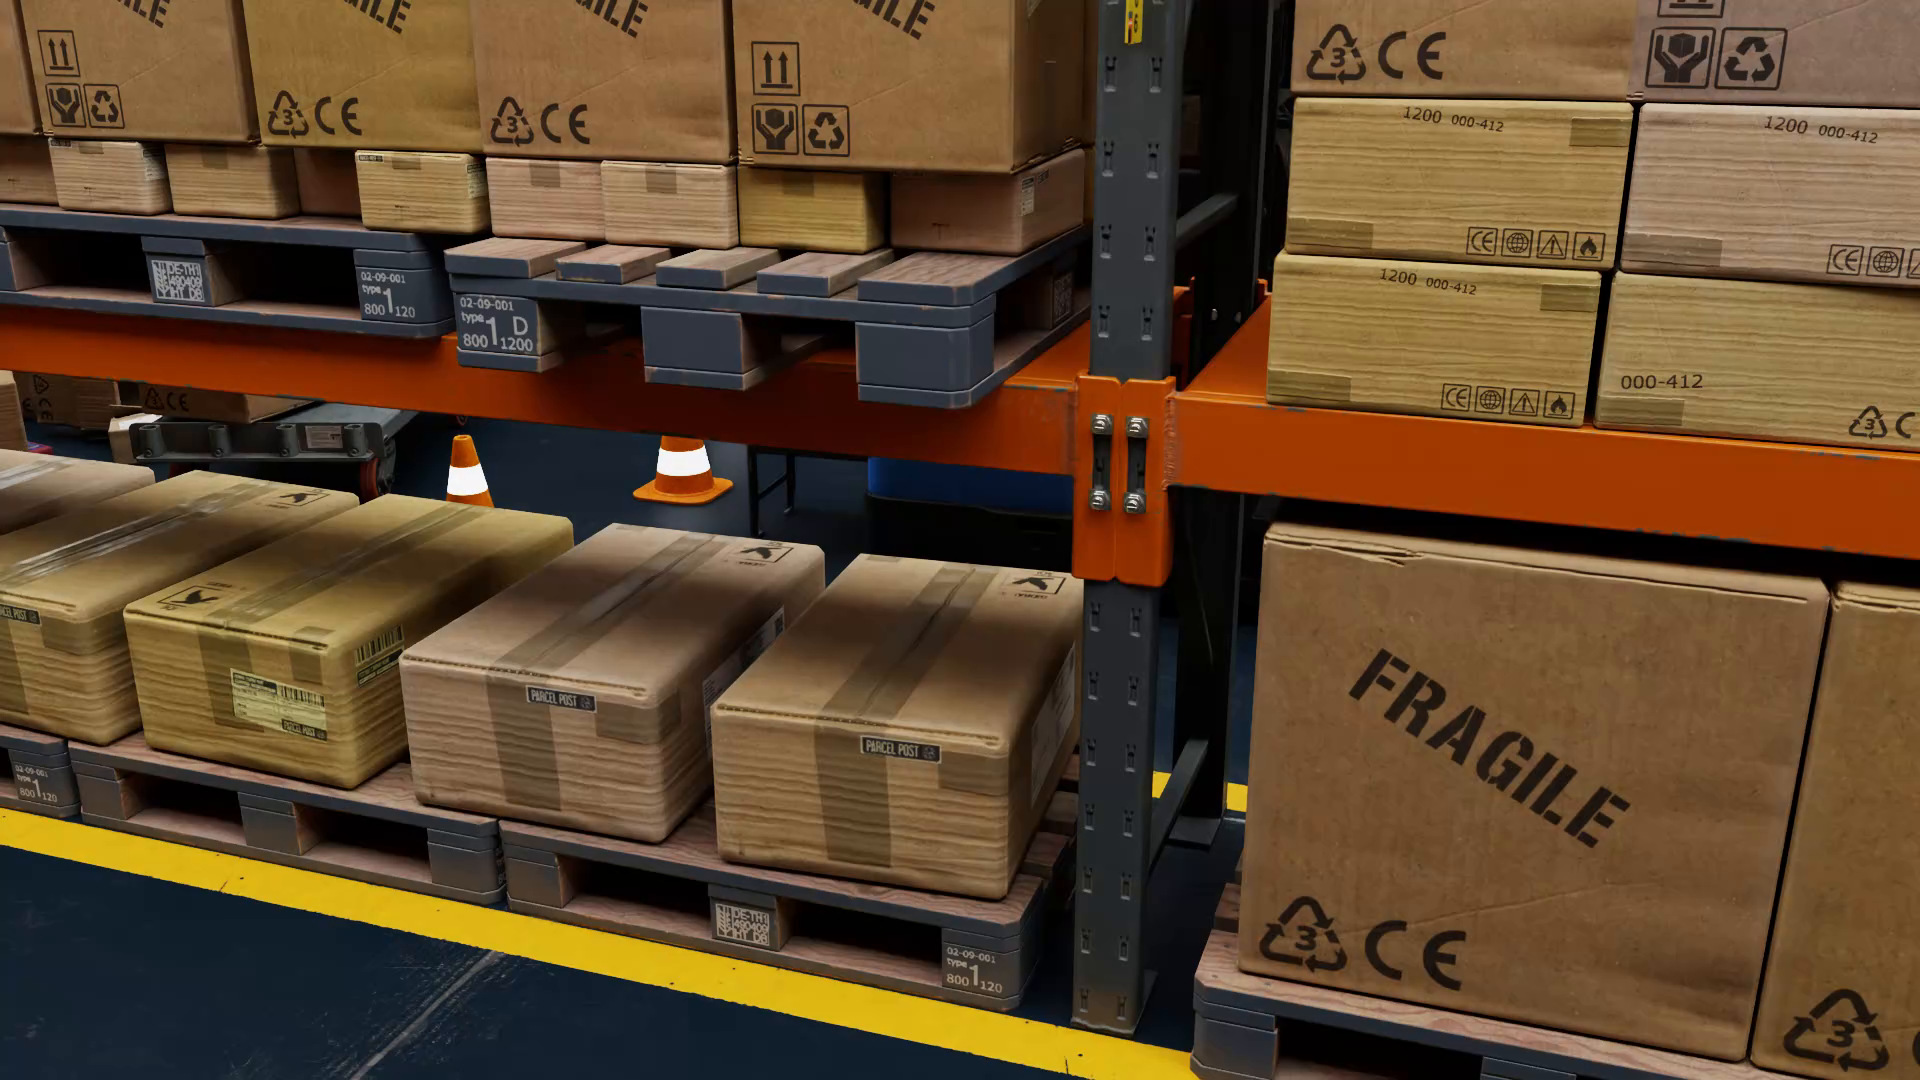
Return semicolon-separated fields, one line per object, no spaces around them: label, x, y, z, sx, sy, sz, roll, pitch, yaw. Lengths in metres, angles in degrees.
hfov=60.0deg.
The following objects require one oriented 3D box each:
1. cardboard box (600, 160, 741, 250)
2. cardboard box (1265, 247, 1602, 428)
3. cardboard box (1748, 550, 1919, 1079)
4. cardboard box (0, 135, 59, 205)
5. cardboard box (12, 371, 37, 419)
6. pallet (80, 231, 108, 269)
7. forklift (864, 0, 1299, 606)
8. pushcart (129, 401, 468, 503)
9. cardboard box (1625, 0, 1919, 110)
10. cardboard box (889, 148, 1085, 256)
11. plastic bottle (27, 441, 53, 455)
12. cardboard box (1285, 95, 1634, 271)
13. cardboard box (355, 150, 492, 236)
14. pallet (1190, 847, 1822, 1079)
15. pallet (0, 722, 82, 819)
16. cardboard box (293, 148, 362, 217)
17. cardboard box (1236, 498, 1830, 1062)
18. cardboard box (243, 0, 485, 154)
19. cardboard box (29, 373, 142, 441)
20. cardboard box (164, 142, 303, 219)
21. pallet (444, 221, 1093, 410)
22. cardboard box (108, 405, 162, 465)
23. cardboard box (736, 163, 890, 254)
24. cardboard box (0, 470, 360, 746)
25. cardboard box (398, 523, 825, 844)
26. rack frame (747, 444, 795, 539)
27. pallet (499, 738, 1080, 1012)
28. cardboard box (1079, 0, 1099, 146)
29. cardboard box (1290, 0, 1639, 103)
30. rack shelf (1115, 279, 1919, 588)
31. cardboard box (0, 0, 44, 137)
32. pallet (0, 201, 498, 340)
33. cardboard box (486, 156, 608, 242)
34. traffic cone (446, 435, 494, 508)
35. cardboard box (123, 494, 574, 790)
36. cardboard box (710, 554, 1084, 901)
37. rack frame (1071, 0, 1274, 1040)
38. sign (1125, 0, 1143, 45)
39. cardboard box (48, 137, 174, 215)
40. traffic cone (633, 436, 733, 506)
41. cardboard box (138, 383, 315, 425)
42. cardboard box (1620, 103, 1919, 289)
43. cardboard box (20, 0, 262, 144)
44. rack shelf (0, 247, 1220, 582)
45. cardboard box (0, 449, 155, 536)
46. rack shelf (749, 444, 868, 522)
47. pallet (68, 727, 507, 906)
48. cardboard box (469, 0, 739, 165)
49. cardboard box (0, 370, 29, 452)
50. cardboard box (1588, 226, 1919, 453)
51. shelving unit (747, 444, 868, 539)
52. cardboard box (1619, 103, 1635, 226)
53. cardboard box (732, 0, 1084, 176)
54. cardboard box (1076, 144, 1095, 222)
cardboard box;-0.473;-0.659;3.154;0.250;0.149;0.380;6;20;18
cardboard box;0.823;-0.396;2.882;0.500;0.250;0.500;6;20;17
cardboard box;1.910;0.405;2.946;0.875;0.875;0.875;7;20;19
cardboard box;-1.929;-0.847;3.692;0.250;0.149;0.380;7;20;18
cardboard box;-4.624;-0.880;7.838;0.637;0.503;0.797;-7;20;-20
pallet;-2.661;-0.811;4.138;1.213;0.211;1.003;7;20;18
forklift;1.251;-1.267;5.258;3.031;2.935;1.130;5;20;15
pushcart;-2.634;-0.506;6.954;0.936;0.377;1.648;0;19;-1
cardboard box;1.301;-0.937;2.537;0.500;0.500;0.500;7;20;18
cardboard box;0.057;-0.640;3.098;0.250;0.149;0.380;7;21;20
plastic bottle;-3.939;-0.365;7.030;0.283;0.061;0.133;10;22;27
cardboard box;0.841;-0.631;2.799;0.500;0.250;0.500;6;20;18
cardboard box;-0.973;-0.714;3.312;0.250;0.149;0.380;7;20;19
pallet;1.163;0.828;3.381;1.213;0.211;1.003;7;20;18
pallet;-2.599;0.371;4.692;1.213;0.211;1.003;7;20;18
cardboard box;-1.169;-0.781;3.502;0.250;0.149;0.380;7;20;18
cardboard box;1.069;0.308;3.226;0.875;0.875;0.875;6;20;18
cardboard box;-1.046;-1.053;3.298;0.500;0.500;0.500;5;20;14
cardboard box;-3.737;-0.846;7.533;0.503;0.637;0.797;7;20;18
cardboard box;-1.433;-0.782;3.507;0.250;0.149;0.380;6;20;16
pallet;-0.265;-0.551;3.391;1.003;0.211;1.213;7;20;18
cardboard box;-3.400;-0.494;7.090;0.396;0.266;0.258;-7;20;-20
cardboard box;-0.220;-0.646;3.116;0.250;0.149;0.380;7;20;19
cardboard box;-2.159;0.145;4.457;0.625;0.372;0.950;8;21;21
cardboard box;-0.787;0.304;4.003;0.625;0.372;0.950;6;20;17
rack frame;-0.701;-1.051;5.901;0.015;2.100;0.400;5;20;15
pallet;-0.294;0.634;3.936;1.213;0.211;1.003;7;20;18
cardboard box;0.094;-1.104;3.445;0.500;0.500;0.500;6;20;17
cardboard box;0.829;-0.988;2.682;0.500;0.500;0.500;6;20;16
rack shelf;2.333;-0.042;2.732;4.000;0.370;1.077;7;20;18
cardboard box;-2.050;-1.164;3.617;0.500;0.500;0.500;6;20;18
pallet;-1.440;-0.708;3.842;1.213;0.211;1.003;7;20;18
cardboard box;-0.708;-0.689;3.239;0.250;0.149;0.380;6;20;15
traffic cone;-1.704;-0.133;5.755;0.334;0.463;0.336;7;20;18
cardboard box;-1.501;0.220;4.243;0.625;0.372;0.950;7;20;20
cardboard box;-0.087;0.381;3.781;0.625;0.372;0.950;5;20;14
rack frame;0.443;-0.598;3.234;0.127;3.000;1.000;7;20;18
sign;0.274;-0.937;2.569;0.005;0.325;0.100;7;20;18
cardboard box;-1.695;-0.802;3.564;0.250;0.149;0.380;7;21;20
traffic cone;-1.102;-0.413;6.557;0.334;0.463;0.336;7;20;18
cardboard box;-2.779;-0.764;6.357;0.500;0.500;0.500;7;20;18
cardboard box;1.329;-0.575;2.638;0.500;0.250;0.500;7;20;19
cardboard box;-1.562;-1.112;3.468;0.500;0.500;0.500;6;20;16
rack shelf;-1.446;-0.474;3.972;4.000;0.370;1.077;7;20;18
cardboard box;-2.839;0.069;4.676;0.625;0.372;0.950;7;20;19
rack shelf;-0.466;-0.355;6.073;0.480;0.518;0.431;5;20;15
pallet;-1.443;0.502;4.316;1.213;0.211;1.003;7;20;18
cardboard box;-0.569;-0.999;3.142;0.500;0.500;0.500;6;20;17
cardboard box;-3.901;-0.389;6.430;0.500;0.500;0.500;-11;22;-29
cardboard box;1.314;-0.346;2.739;0.500;0.250;0.500;6;20;16
shelving unit;-0.466;-1.029;5.838;0.503;2.100;0.431;5;20;15
cardboard box;1.470;-0.735;3.097;0.500;0.250;0.500;6;20;17
cardboard box;-0.077;-0.946;2.992;0.500;0.500;0.500;6;20;16
cardboard box;0.197;-0.770;3.472;0.250;0.149;0.380;5;20;15
